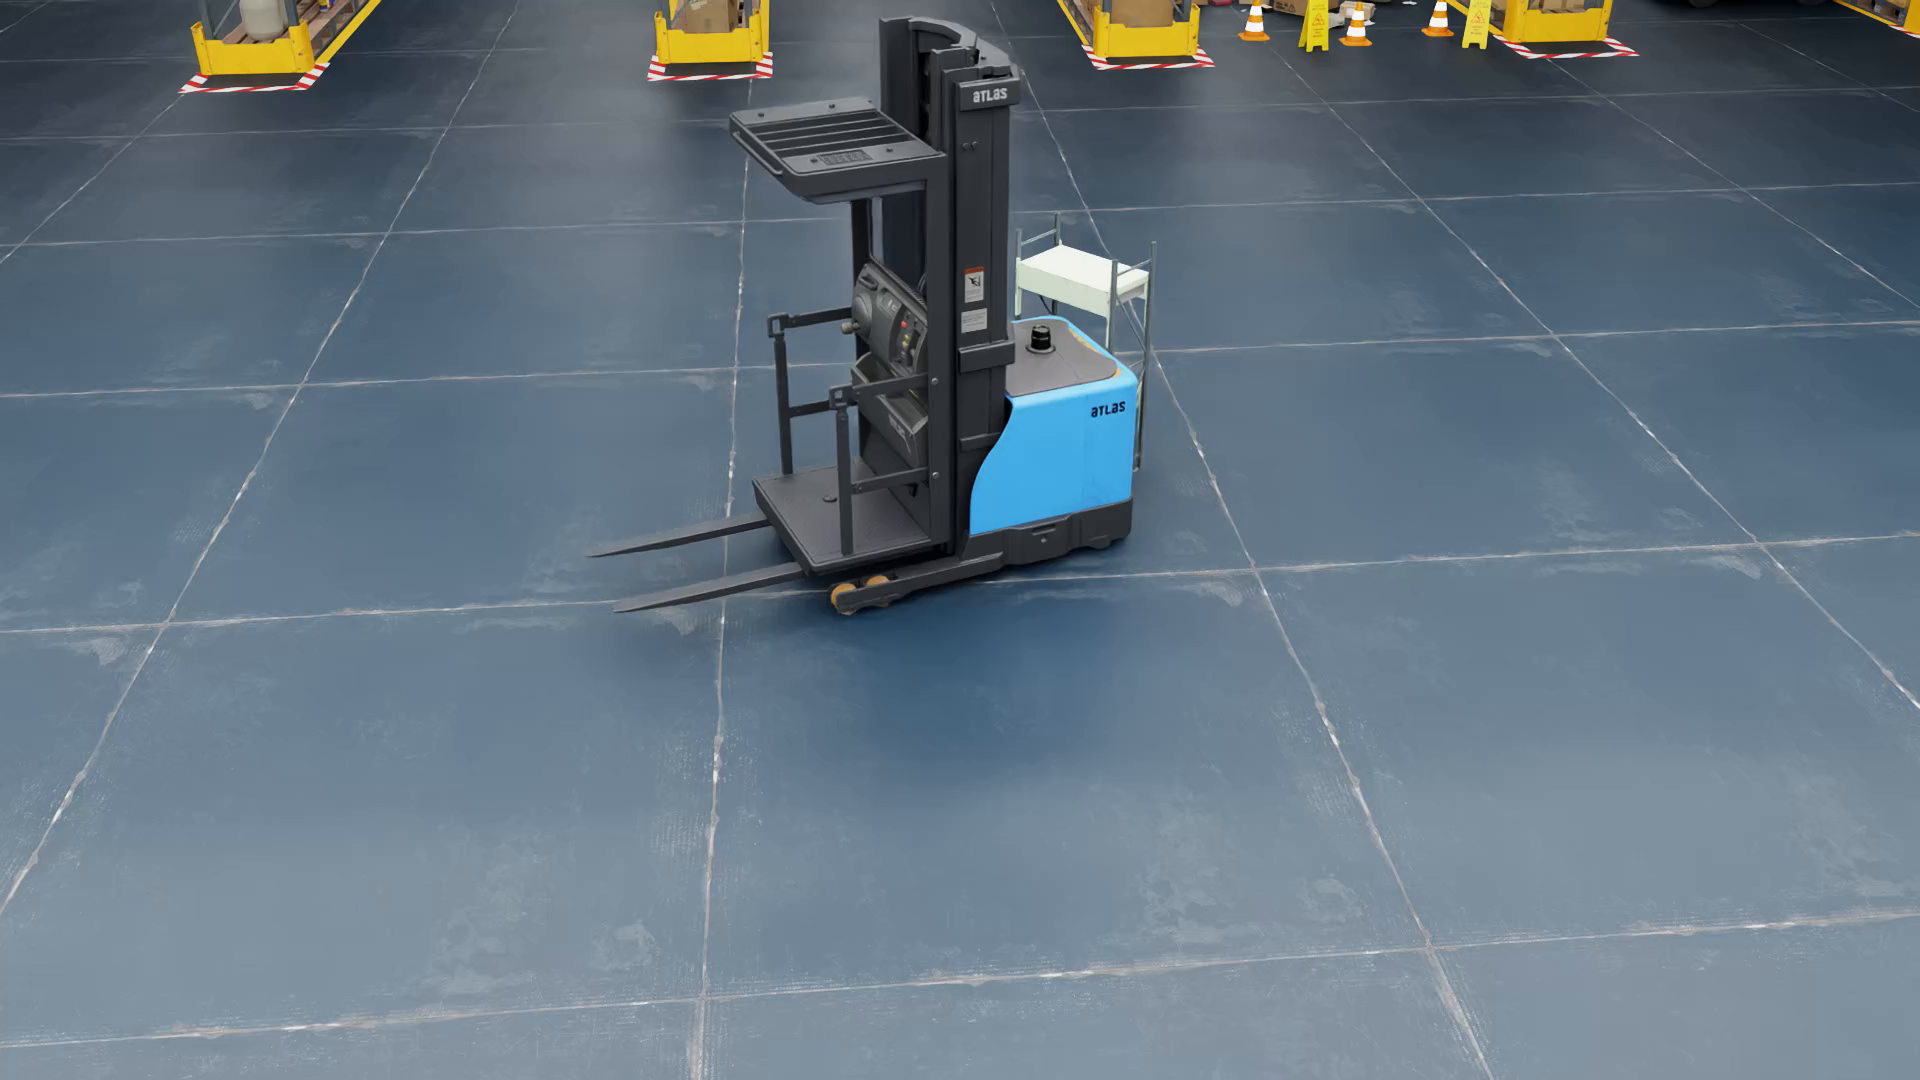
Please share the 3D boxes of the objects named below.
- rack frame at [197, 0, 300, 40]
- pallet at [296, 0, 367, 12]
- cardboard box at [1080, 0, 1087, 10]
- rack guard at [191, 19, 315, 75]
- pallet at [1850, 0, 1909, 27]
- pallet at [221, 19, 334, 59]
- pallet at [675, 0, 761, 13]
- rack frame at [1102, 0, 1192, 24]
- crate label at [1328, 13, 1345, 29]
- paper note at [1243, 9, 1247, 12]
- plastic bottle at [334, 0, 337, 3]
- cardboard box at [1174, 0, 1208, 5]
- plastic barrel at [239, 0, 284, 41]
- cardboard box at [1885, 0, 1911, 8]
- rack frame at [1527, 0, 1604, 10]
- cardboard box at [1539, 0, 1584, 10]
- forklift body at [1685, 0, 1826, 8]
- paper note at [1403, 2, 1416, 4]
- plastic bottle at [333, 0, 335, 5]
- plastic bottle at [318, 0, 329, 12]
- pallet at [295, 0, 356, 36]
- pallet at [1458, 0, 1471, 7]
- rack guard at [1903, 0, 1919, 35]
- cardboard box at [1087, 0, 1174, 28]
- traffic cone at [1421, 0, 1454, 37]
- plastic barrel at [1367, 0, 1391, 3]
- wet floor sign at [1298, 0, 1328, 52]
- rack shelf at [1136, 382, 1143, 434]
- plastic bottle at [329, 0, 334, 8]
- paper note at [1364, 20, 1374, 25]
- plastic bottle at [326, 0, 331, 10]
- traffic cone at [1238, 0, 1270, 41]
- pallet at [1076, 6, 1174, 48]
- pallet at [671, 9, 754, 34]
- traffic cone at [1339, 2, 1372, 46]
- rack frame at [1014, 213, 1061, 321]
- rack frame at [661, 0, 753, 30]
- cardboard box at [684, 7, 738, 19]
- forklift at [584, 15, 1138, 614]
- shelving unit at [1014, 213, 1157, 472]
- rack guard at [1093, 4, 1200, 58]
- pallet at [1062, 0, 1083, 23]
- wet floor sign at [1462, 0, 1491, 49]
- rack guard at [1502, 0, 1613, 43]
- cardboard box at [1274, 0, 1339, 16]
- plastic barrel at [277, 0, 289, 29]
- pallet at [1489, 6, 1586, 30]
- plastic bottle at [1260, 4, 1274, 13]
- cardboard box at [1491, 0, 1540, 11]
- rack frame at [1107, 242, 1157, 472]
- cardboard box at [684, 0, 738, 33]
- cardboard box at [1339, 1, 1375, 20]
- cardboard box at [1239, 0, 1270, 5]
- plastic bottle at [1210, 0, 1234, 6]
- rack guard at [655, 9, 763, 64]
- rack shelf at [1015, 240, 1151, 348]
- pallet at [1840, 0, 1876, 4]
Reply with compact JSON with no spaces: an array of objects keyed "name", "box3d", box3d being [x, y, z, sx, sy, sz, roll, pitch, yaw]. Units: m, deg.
[{"name":"rack frame","box3d":[-7.755,-6.490,17.690,1.000,3.000,0.127,-3,31,-5]},{"name":"pallet","box3d":[-8.107,-6.990,21.246,1.003,0.211,1.213,-3,31,-5]},{"name":"cardboard box","box3d":[1.911,-6.973,20.162,0.875,0.875,0.875,-3,31,-5]},{"name":"rack guard","box3d":[-7.809,-5.453,18.392,1.175,0.500,0.348,-3,31,-5]},{"name":"pallet","box3d":[11.872,-6.633,20.648,1.003,0.211,1.213,-3,31,-5]},{"name":"pallet","box3d":[-7.879,-5.744,19.161,1.003,0.211,1.213,-3,31,-5]},{"name":"pallet","box3d":[-2.982,-6.606,20.604,1.003,0.211,1.213,-3,31,-5]},{"name":"rack frame","box3d":[2.124,-6.913,18.398,1.000,3.000,0.127,-3,31,-5]},{"name":"crate label","box3d":[4.510,-6.302,20.167,0.250,0.136,0.298,-20,36,-30]},{"name":"paper note","box3d":[3.565,-6.647,20.868,0.032,0.001,0.123,13,33,21]},{"name":"plastic bottle","box3d":[-7.655,-6.674,20.230,0.097,0.271,0.097,0,31,0]},{"name":"cardboard box","box3d":[2.917,-7.140,21.213,0.500,0.500,0.500,2,31,4]},{"name":"plastic barrel","box3d":[-7.892,-5.934,18.776,0.421,0.512,0.421,0,31,0]},{"name":"cardboard box","box3d":[11.626,-6.666,20.257,0.500,0.250,0.500,-3,31,-4]},{"name":"rack frame","box3d":[7.043,-7.202,18.882,1.000,3.000,0.127,-3,31,-5]},{"name":"cardboard box","box3d":[7.243,-6.627,20.191,0.500,0.250,0.500,-3,31,-5]},{"name":"forklift body","box3d":[9.991,-7.958,20.975,2.313,2.155,1.214,-3,31,-5]},{"name":"paper note","box3d":[5.735,-6.848,21.185,0.142,0.019,0.148,-14,33,-22]},{"name":"plastic bottle","box3d":[-7.646,-6.623,20.144,0.097,0.271,0.097,0,31,0]},{"name":"plastic bottle","box3d":[-7.614,-6.448,19.851,0.097,0.271,0.097,0,31,0]},{"name":"pallet","box3d":[-7.990,-6.365,20.201,1.003,0.211,1.213,-3,31,-5]},{"name":"pallet","box3d":[6.885,-7.081,21.399,1.003,0.211,1.213,-3,31,-5]},{"name":"rack guard","box3d":[11.987,-6.356,19.903,1.175,0.500,0.348,-3,31,-5]},{"name":"cardboard box","box3d":[1.995,-6.524,19.410,0.875,0.875,0.875,-3,31,-4]},{"name":"traffic cone","box3d":[5.719,-6.270,19.796,0.336,0.463,0.334,-3,31,-5]},{"name":"plastic barrel","box3d":[5.343,-7.078,21.186,0.512,0.421,0.421,20,36,29]},{"name":"wet floor sign","box3d":[4.098,-5.982,19.136,0.267,0.644,0.232,-8,32,-13]},{"name":"rack shelf","box3d":[0.742,-0.876,10.390,0.720,0.370,0.431,25,39,36]},{"name":"plastic bottle","box3d":[-7.617,-6.569,20.043,0.061,0.283,0.133,-2,31,-4]},{"name":"paper note","box3d":[4.973,-6.314,20.291,0.148,0.019,0.142,-14,33,-22]},{"name":"plastic bottle","box3d":[-7.624,-6.471,19.957,0.097,0.201,0.097,0,31,0]},{"name":"traffic cone","box3d":[3.489,-6.163,19.617,0.336,0.463,0.334,-3,31,-5]},{"name":"pallet","box3d":[1.972,-6.120,19.791,1.003,0.211,1.213,-3,31,-5]},{"name":"pallet","box3d":[-2.871,-5.985,19.564,1.003,0.211,1.213,-3,31,-5]},{"name":"traffic cone","box3d":[4.645,-6.043,19.417,0.336,0.463,0.334,-3,31,-5]},{"name":"rack frame","box3d":[0.473,-1.284,10.436,0.023,1.500,0.400,25,39,36]},{"name":"rack frame","box3d":[-2.823,-6.727,18.087,1.000,3.000,0.127,-3,31,-5]},{"name":"cardboard box","box3d":[-2.955,-6.457,19.663,0.500,0.500,0.500,5,31,8]},{"name":"forklift","box3d":[-0.563,-1.162,8.837,3.031,2.935,1.130,-13,33,-20]},{"name":"shelving unit","box3d":[0.742,-1.156,10.223,0.755,1.500,0.431,25,39,36]},{"name":"rack guard","box3d":[2.127,-5.827,19.019,1.175,0.500,0.348,-3,31,-5]},{"name":"pallet","box3d":[1.861,-6.742,20.831,1.003,0.211,1.213,-3,31,-5]},{"name":"wet floor sign","box3d":[5.996,-6.043,19.237,0.267,0.644,0.232,8,32,13]},{"name":"rack guard","box3d":[7.036,-6.167,19.588,1.175,0.500,0.348,-3,31,-5]},{"name":"cardboard box","box3d":[4.359,-6.905,20.820,0.637,0.503,0.797,27,40,37]},{"name":"plastic barrel","box3d":[-7.939,-6.190,19.205,0.421,0.512,0.421,0,31,0]},{"name":"pallet","box3d":[6.995,-6.460,20.359,1.003,0.211,1.213,-3,31,-5]},{"name":"plastic bottle","box3d":[3.806,-6.677,20.869,0.133,0.061,0.283,-14,33,-22]},{"name":"cardboard box","box3d":[6.698,-6.614,20.169,0.500,0.250,0.500,-3,31,-5]},{"name":"rack frame","box3d":[1.011,-1.029,10.010,0.023,1.500,0.400,25,39,36]},{"name":"cardboard box","box3d":[-2.865,-6.154,19.155,0.500,0.500,0.500,3,31,5]},{"name":"cardboard box","box3d":[4.910,-6.550,20.570,0.380,0.149,0.250,13,33,21]},{"name":"cardboard box","box3d":[3.745,-6.992,21.197,0.396,0.266,0.258,2,31,4]},{"name":"plastic bottle","box3d":[3.336,-6.843,21.146,0.283,0.061,0.133,-14,33,-22]},{"name":"rack guard","box3d":[-2.831,-5.692,18.793,1.175,0.500,0.348,-3,31,-5]},{"name":"rack shelf","box3d":[0.742,-1.491,10.023,0.720,0.370,0.431,25,39,36]},{"name":"pallet","box3d":[11.761,-7.254,21.689,1.003,0.211,1.213,-3,31,-5]}]
